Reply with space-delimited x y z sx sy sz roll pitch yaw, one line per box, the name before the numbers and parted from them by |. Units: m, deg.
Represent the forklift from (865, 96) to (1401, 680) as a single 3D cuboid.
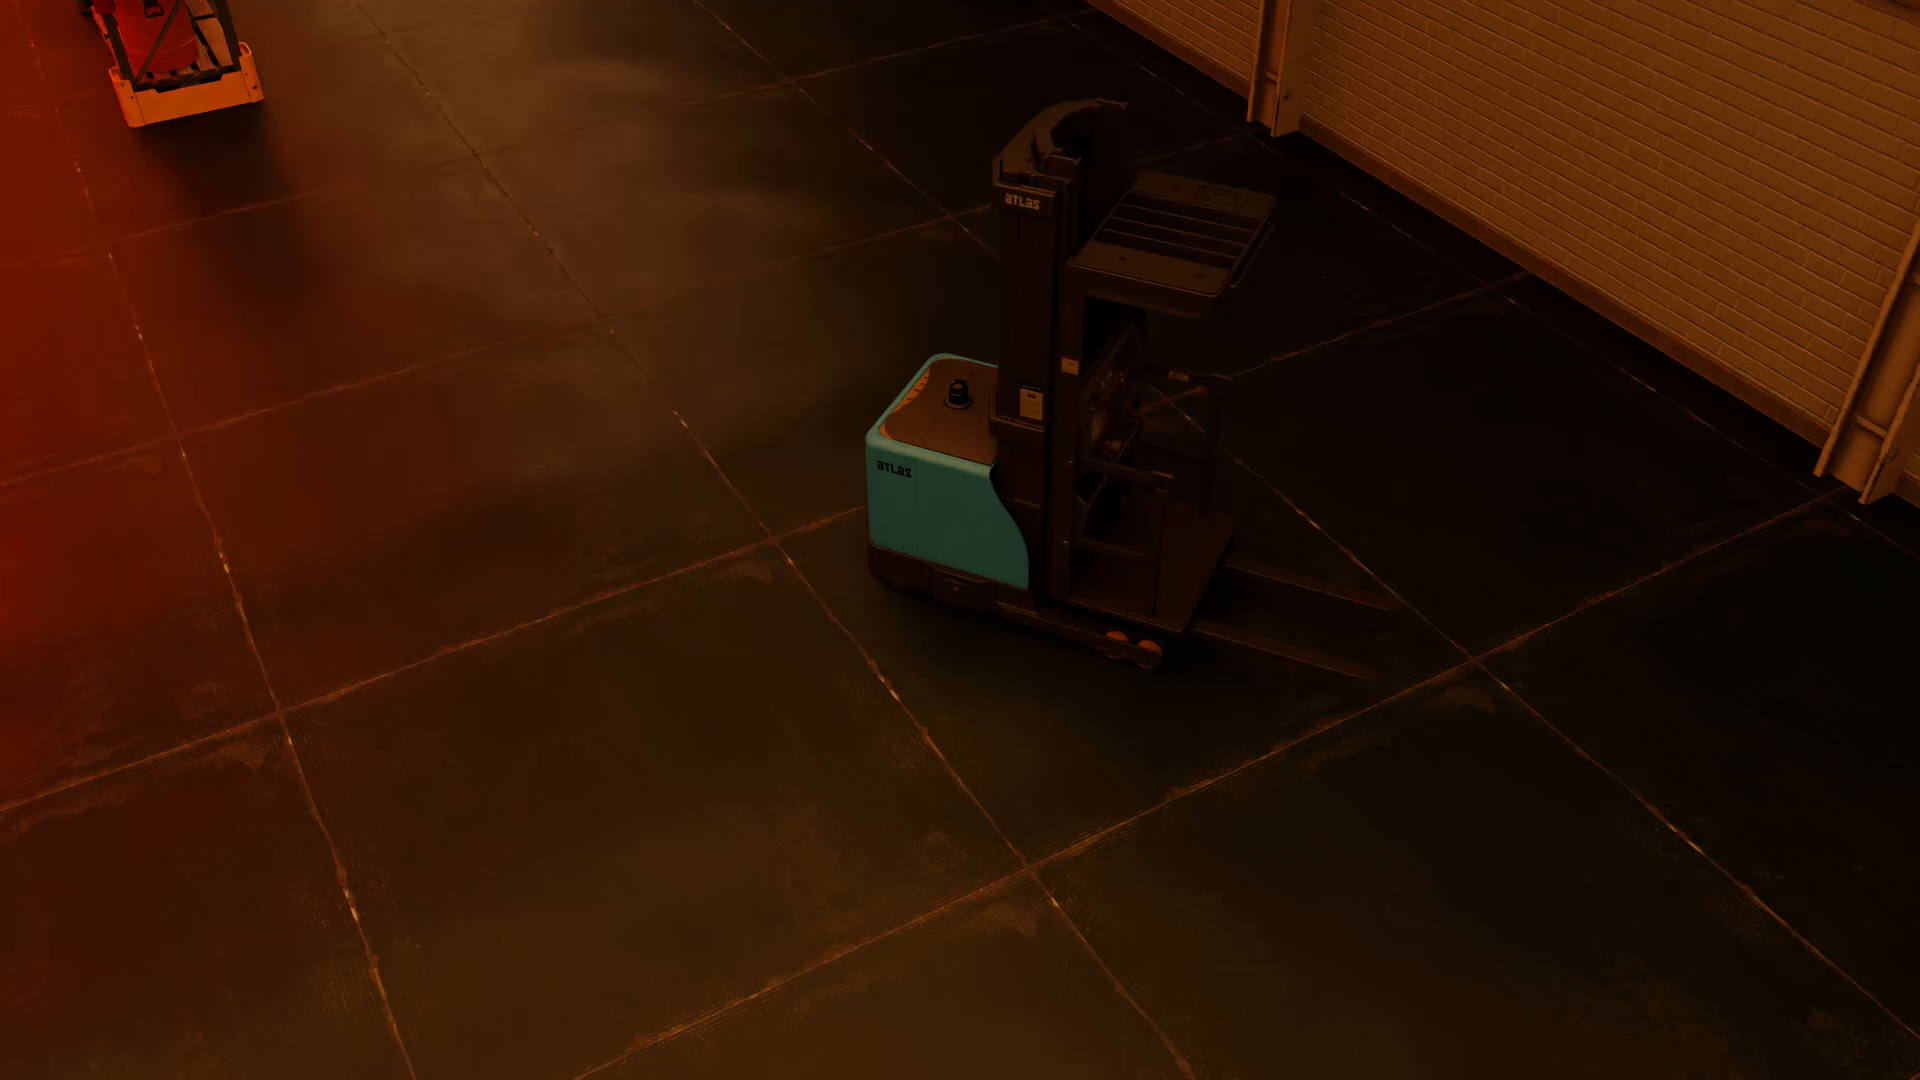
forklift | 1.010 -0.784 8.982 3.031 2.935 1.130 16 42 18
